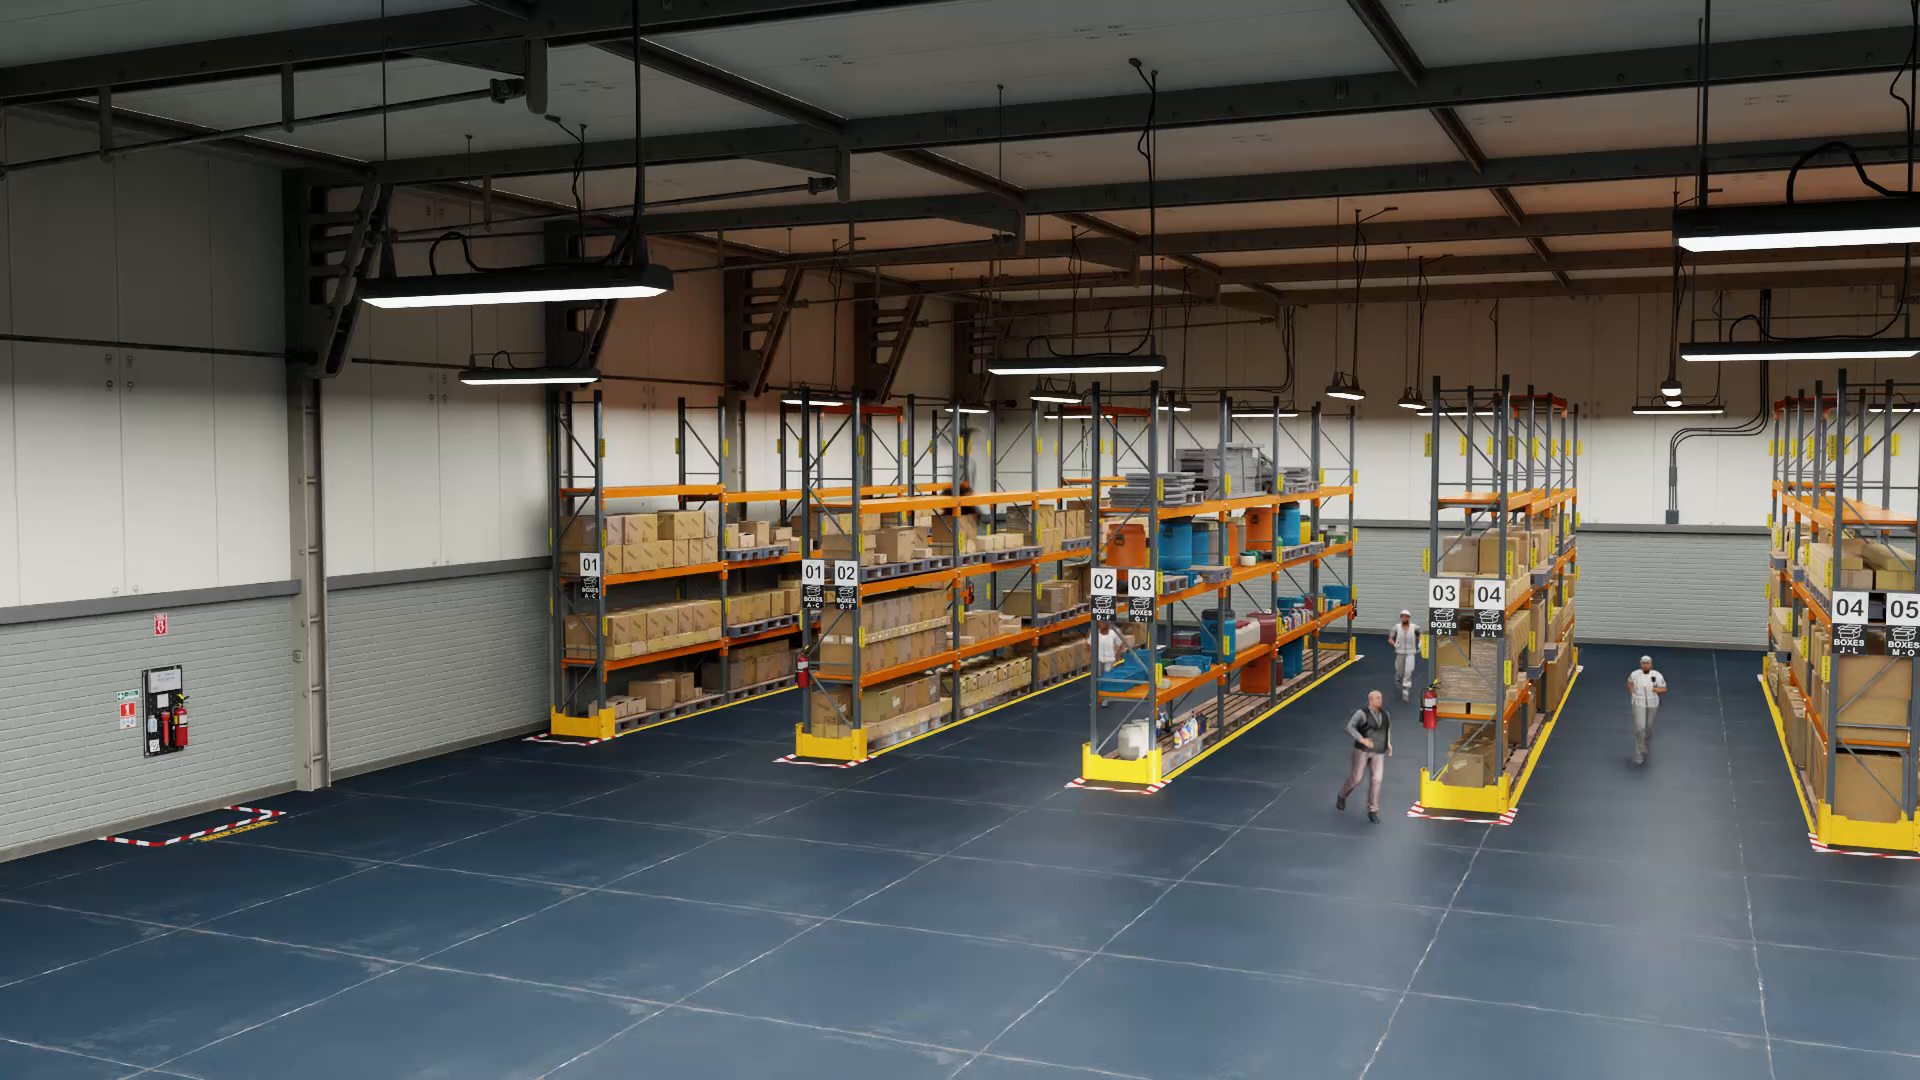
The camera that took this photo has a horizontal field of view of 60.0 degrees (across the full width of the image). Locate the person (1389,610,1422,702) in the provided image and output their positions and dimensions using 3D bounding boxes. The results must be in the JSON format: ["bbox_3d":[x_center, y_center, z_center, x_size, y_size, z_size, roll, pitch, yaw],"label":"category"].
[{"bbox_3d":[8.891,2.284,33.168,0.667,1.786,0.956,1,3,16],"label":"person"}]

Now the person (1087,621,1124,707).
[{"bbox_3d":[2.816,2.352,32.365,0.714,1.733,0.791,1,3,11],"label":"person"}]

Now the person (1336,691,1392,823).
[{"bbox_3d":[5.573,2.898,22.519,0.733,1.704,0.946,-1,3,-11],"label":"person"}]

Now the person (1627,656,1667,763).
[{"bbox_3d":[11.032,2.715,26.705,0.573,1.737,0.757,1,3,17],"label":"person"}]
